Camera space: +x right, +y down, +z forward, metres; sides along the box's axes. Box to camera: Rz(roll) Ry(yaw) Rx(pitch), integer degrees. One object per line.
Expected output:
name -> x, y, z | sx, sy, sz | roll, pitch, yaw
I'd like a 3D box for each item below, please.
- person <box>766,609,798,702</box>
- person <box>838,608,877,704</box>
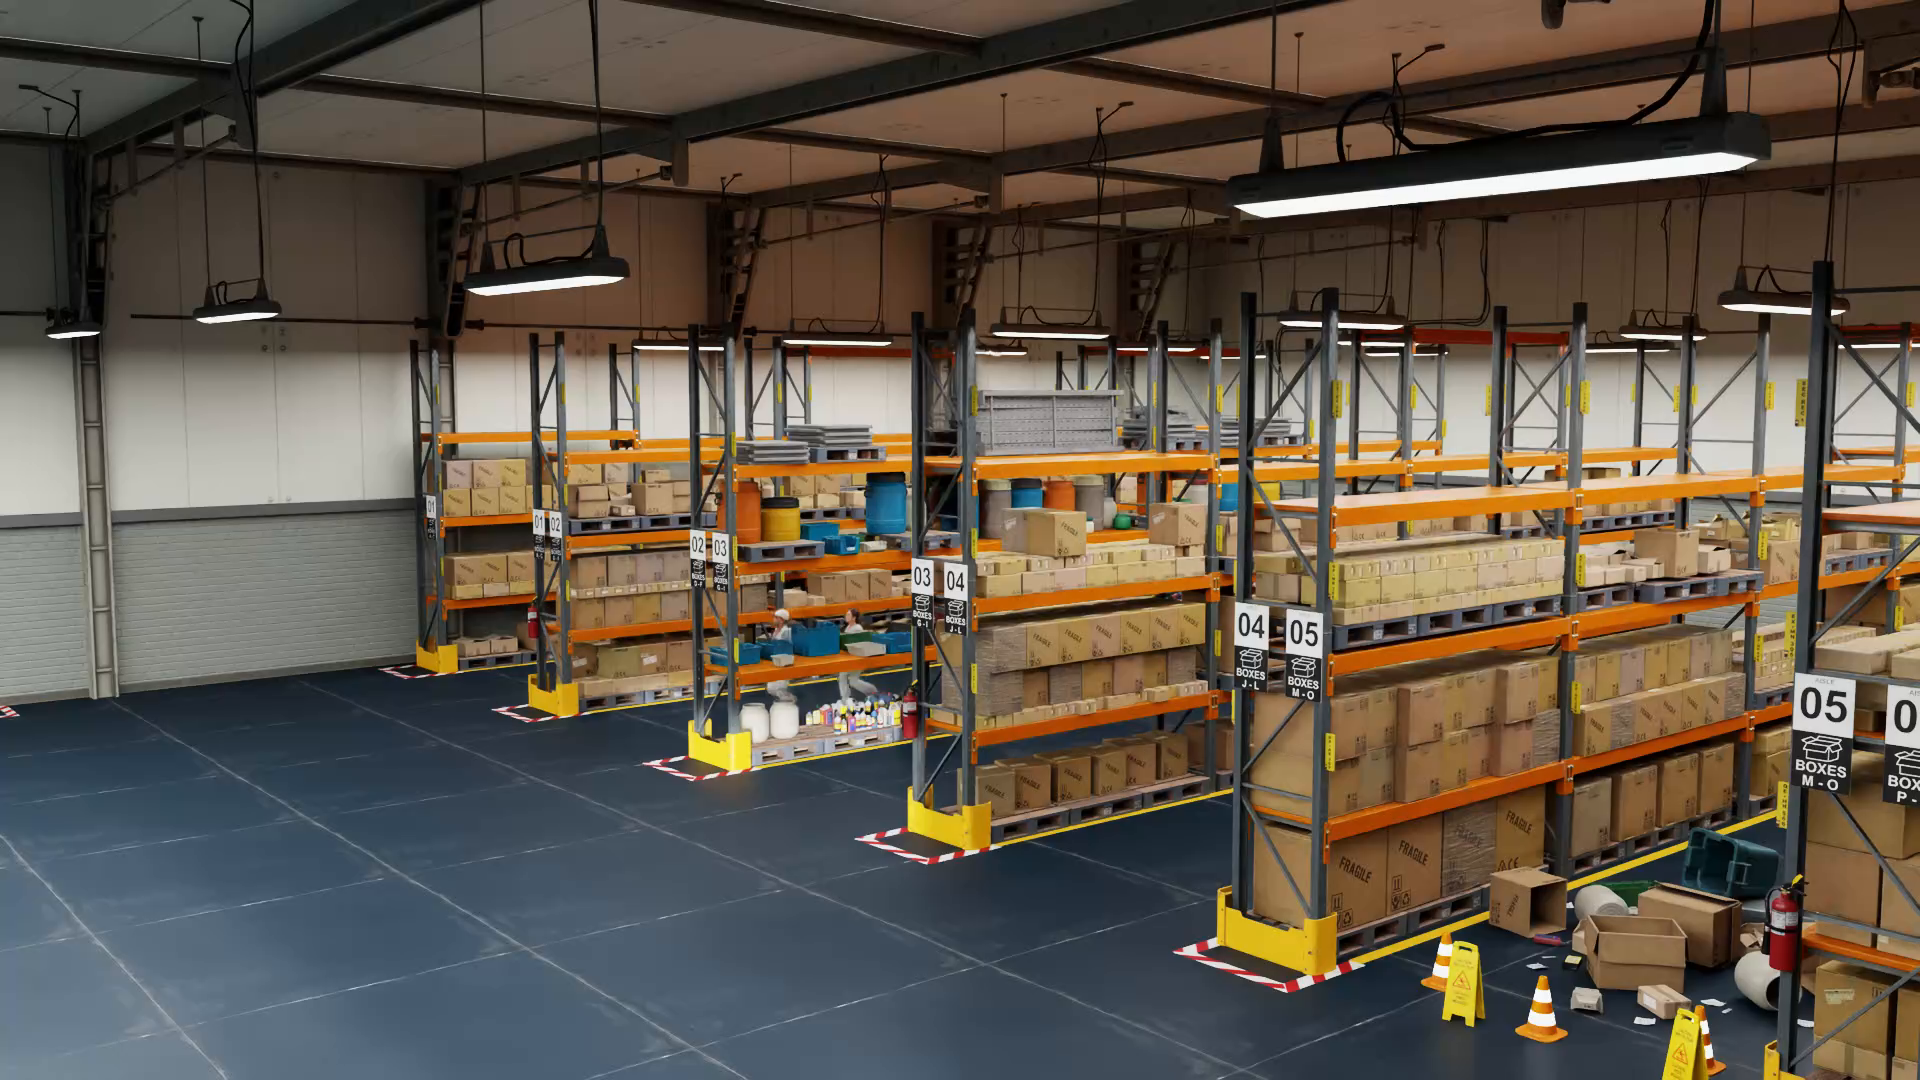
person -> -2.724, 1.933, 25.560 | 0.627, 1.751, 0.643 | -3, 6, -31
person -> -1.653, 1.907, 26.401 | 0.802, 1.666, 0.563 | -4, 7, -37
